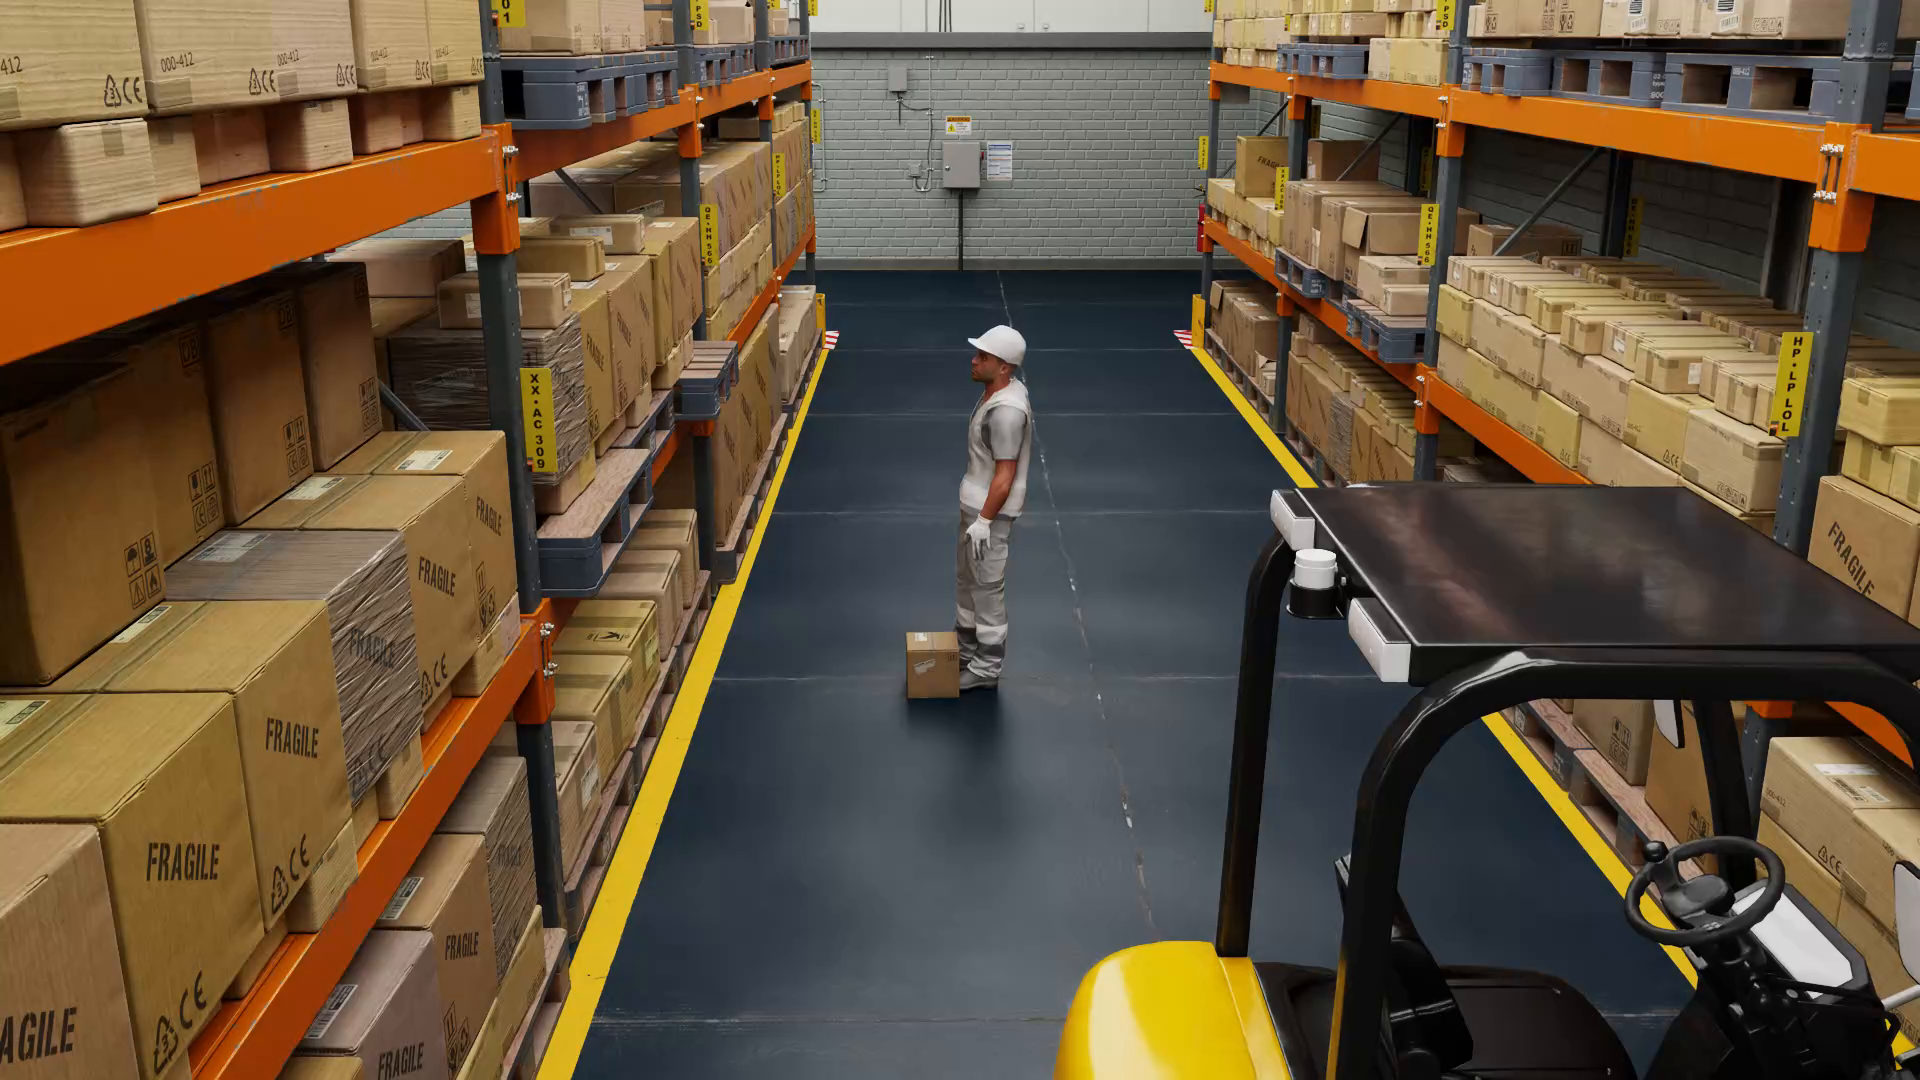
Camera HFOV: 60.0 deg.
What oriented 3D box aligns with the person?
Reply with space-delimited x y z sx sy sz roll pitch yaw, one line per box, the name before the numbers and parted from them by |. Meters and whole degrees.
person | 0.057 -0.144 7.942 0.564 1.787 0.638 0 17 -1
